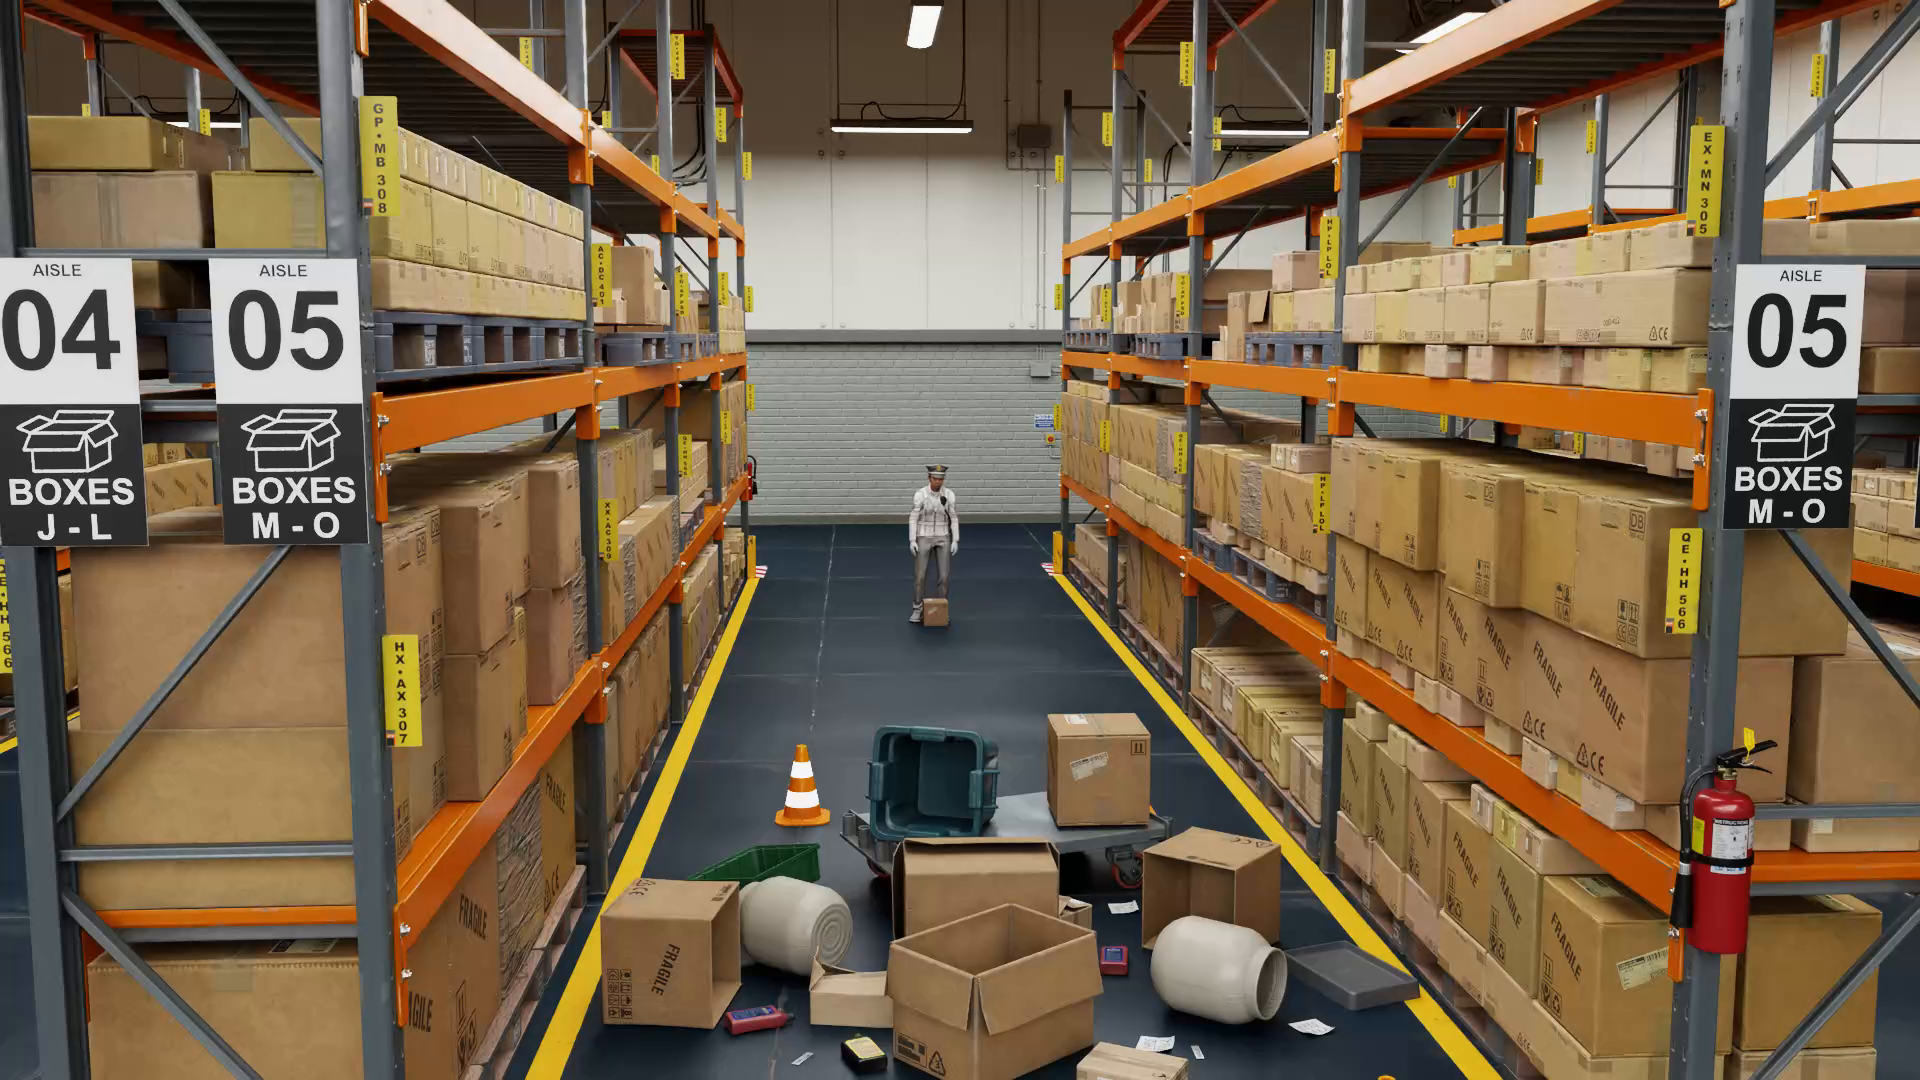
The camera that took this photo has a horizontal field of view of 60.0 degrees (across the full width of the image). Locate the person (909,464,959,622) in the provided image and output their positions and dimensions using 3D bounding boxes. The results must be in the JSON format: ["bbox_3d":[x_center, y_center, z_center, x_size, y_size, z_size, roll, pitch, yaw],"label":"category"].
[{"bbox_3d":[-0.275,0.026,17.528,0.544,1.663,0.376,-1,7,-7],"label":"person"}]
